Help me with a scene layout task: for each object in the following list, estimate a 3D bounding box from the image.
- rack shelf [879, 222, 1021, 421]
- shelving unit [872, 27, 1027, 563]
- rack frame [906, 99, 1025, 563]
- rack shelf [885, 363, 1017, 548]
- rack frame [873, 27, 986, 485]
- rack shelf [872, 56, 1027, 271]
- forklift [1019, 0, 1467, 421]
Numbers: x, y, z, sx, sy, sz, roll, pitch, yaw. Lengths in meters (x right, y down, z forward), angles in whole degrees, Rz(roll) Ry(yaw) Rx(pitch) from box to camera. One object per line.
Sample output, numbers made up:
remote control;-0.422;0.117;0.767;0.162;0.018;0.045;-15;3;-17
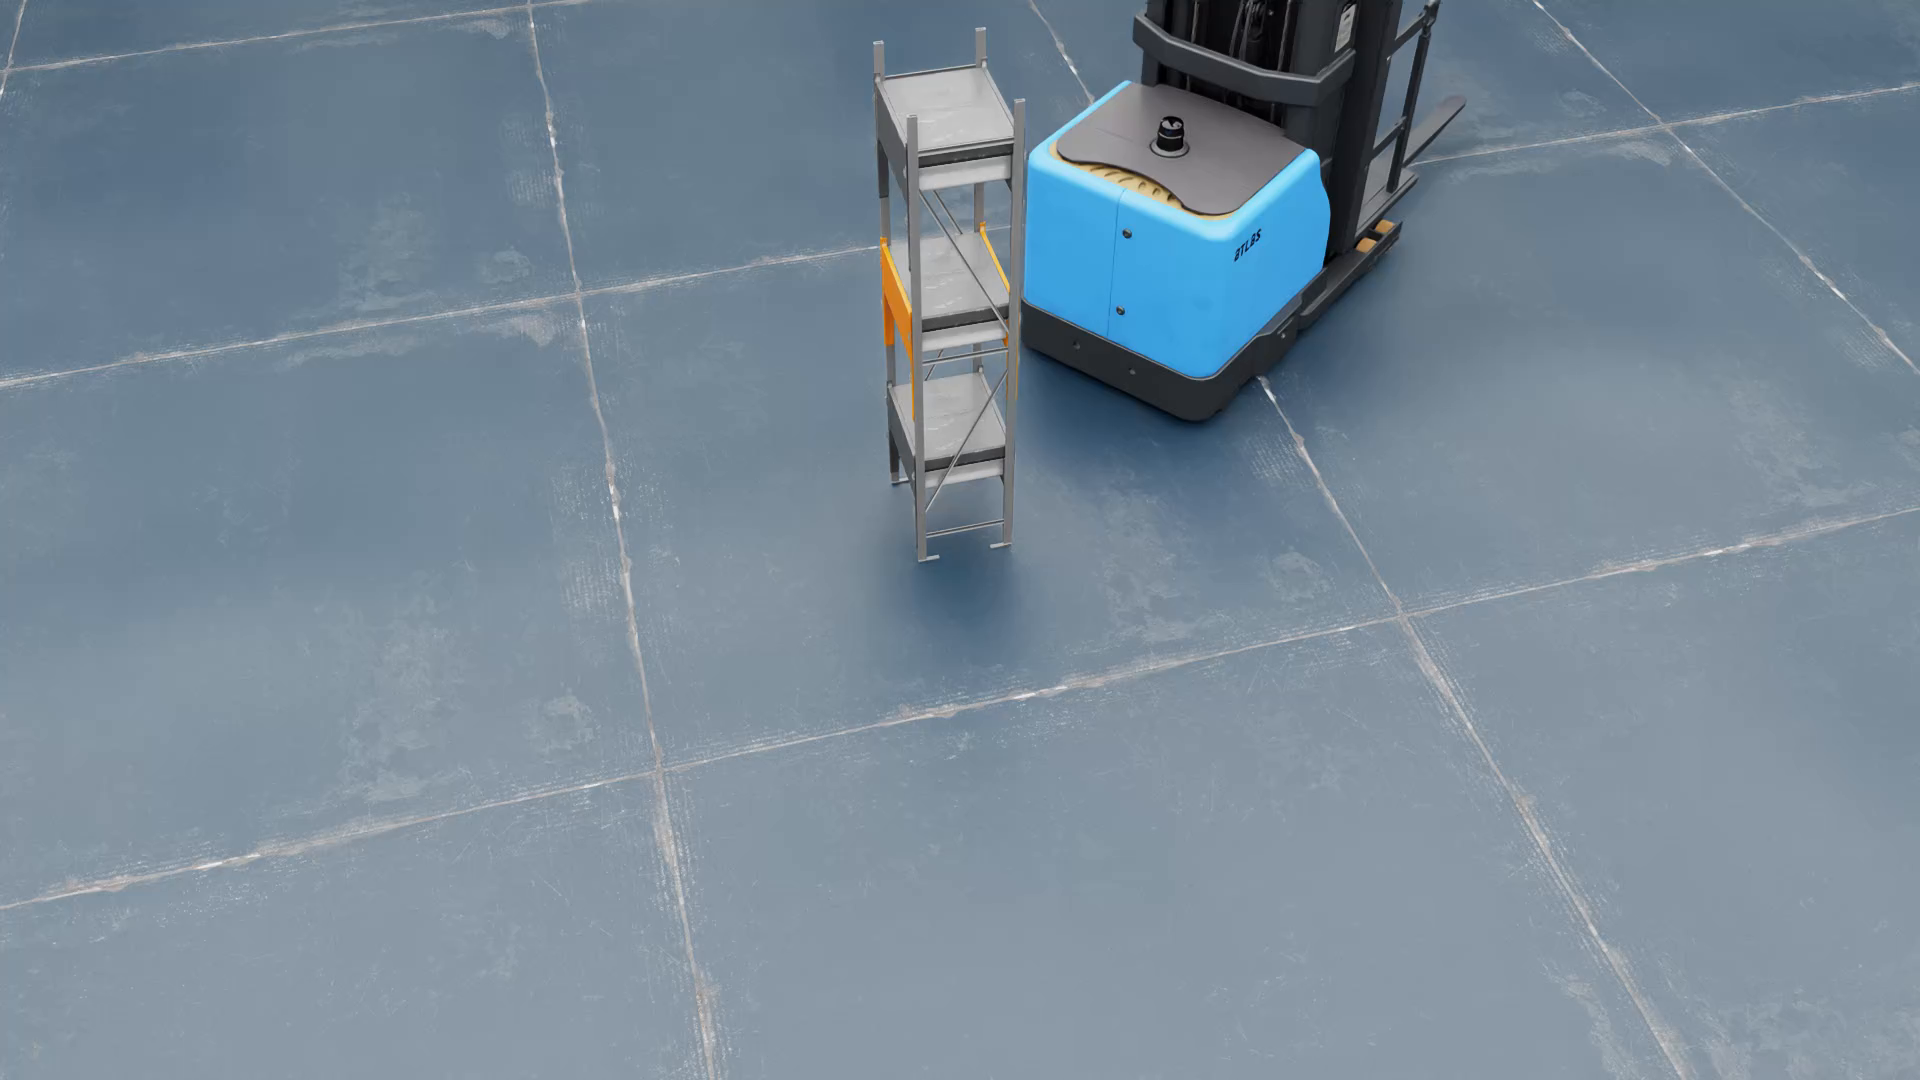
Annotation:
rack shelf;-0.042;-0.840;6.373;0.431;0.518;0.480;-11;47;-10
shelving unit;-0.042;-0.849;6.363;0.431;2.100;0.503;-11;47;-10
rack frame;0.020;-0.681;6.198;0.400;2.100;0.015;-11;47;-10
rack shelf;-0.042;-0.350;6.873;0.431;0.518;0.480;-11;47;-10
rack frame;-0.105;-1.018;6.528;0.400;2.100;0.015;-11;47;-10
rack shelf;-0.042;-1.330;5.873;0.431;0.518;0.480;-11;47;-10
forklift;1.572;-2.562;7.459;1.130;2.935;3.031;29;52;25
